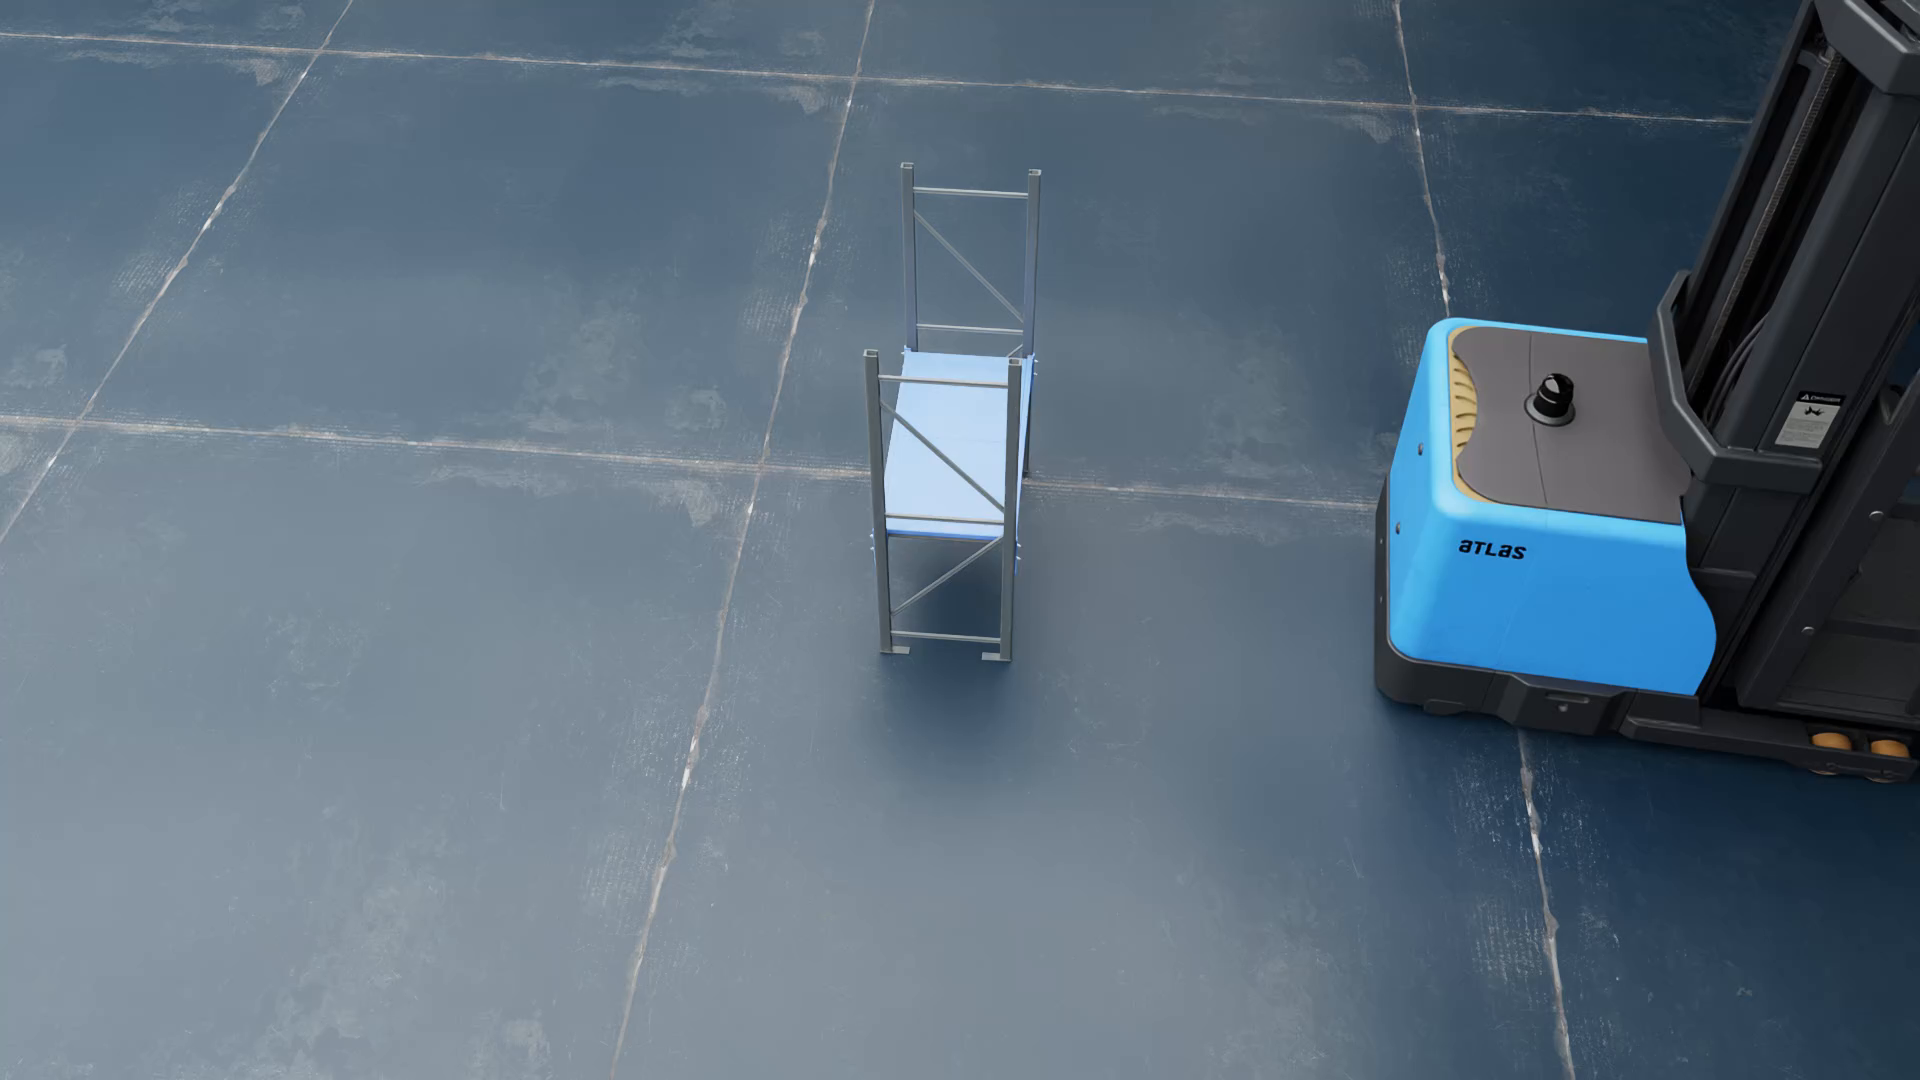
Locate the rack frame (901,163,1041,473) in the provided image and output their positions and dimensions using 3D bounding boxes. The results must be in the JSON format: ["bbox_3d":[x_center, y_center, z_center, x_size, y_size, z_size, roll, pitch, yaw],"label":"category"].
[{"bbox_3d":[0.039,-0.817,6.481,0.500,1.500,0.032,4,48,4],"label":"rack frame"}]

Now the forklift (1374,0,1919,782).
[{"bbox_3d":[3.107,-0.548,5.265,3.031,2.935,1.130,7,48,7],"label":"forklift"}]

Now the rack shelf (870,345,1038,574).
[{"bbox_3d":[-0.008,-0.322,6.272,0.538,0.185,1.000,4,48,4],"label":"rack shelf"}]

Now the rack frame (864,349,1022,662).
[{"bbox_3d":[-0.054,-0.070,5.798,0.500,1.500,0.032,4,48,4],"label":"rack frame"}]

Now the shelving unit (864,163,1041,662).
[{"bbox_3d":[-0.008,-0.443,6.139,0.538,1.500,1.048,4,48,4],"label":"shelving unit"}]
